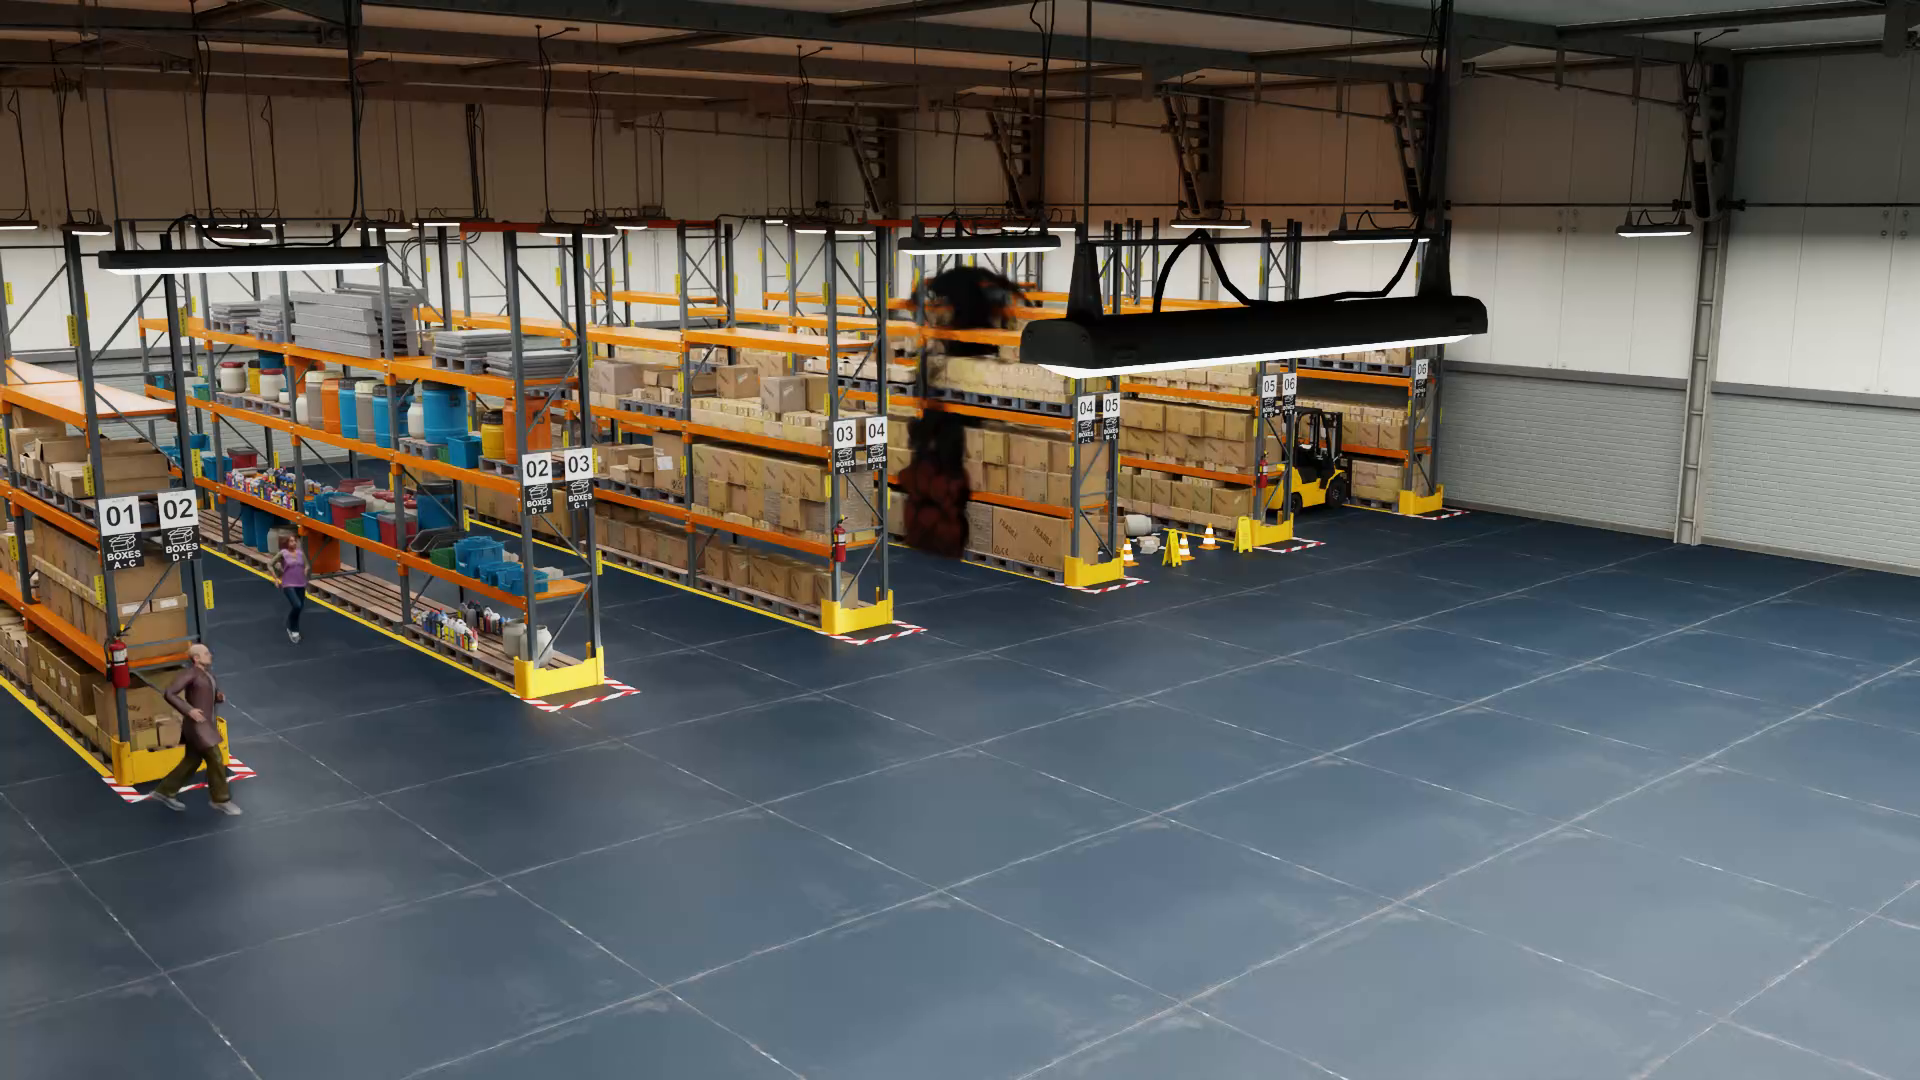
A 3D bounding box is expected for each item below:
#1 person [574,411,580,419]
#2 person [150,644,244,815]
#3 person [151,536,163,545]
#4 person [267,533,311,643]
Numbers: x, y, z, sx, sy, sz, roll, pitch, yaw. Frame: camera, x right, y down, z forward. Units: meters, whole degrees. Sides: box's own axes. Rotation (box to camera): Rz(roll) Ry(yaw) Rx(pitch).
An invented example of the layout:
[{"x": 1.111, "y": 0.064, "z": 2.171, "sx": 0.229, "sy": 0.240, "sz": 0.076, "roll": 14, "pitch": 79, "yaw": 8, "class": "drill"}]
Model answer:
[{"x": -9.293, "y": -2.670, "z": 40.781, "sx": 0.609, "sy": 1.671, "sz": 0.774, "roll": -9, "pitch": 15, "yaw": -39, "class": "person"}, {"x": -8.091, "y": 2.000, "z": 17.602, "sx": 0.930, "sy": 1.822, "sz": 0.705, "roll": -2, "pitch": 12, "yaw": -11, "class": "person"}, {"x": -13.708, "y": -0.167, "z": 28.620, "sx": 0.634, "sy": 1.635, "sz": 0.559, "roll": -9, "pitch": 14, "yaw": -37, "class": "person"}, {"x": -9.760, "y": 0.707, "z": 24.359, "sx": 0.676, "sy": 1.593, "sz": 0.510, "roll": 9, "pitch": 14, "yaw": 37, "class": "person"}]
